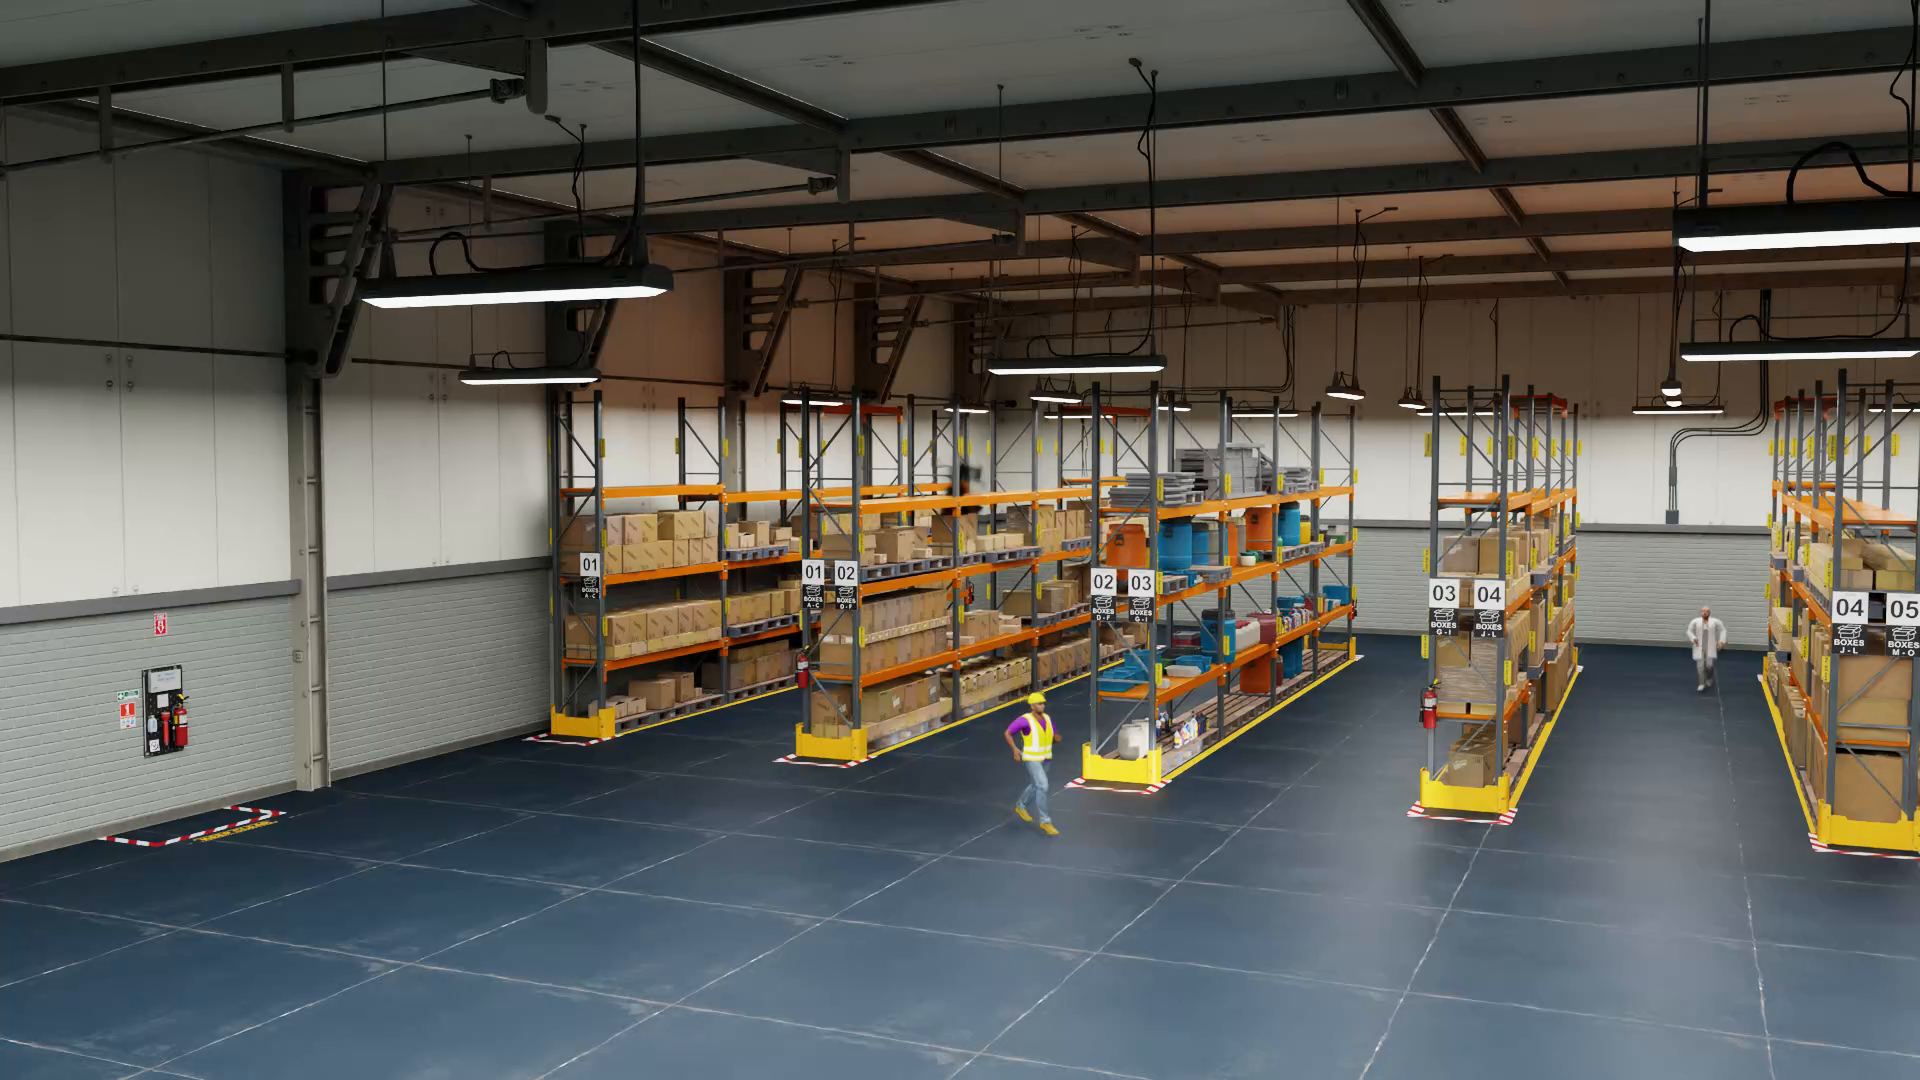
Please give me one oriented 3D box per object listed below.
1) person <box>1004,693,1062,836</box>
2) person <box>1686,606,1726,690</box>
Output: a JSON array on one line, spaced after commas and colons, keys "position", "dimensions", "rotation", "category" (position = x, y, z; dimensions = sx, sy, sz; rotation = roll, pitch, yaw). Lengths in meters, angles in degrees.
[{"position": [1.010, 2.895, 21.778], "dimensions": [0.686, 1.797, 0.902], "rotation": [-3, 4, -45], "category": "person"}, {"position": [15.411, 2.246, 34.360], "dimensions": [0.750, 1.732, 0.652], "rotation": [1, 3, 25], "category": "person"}]
